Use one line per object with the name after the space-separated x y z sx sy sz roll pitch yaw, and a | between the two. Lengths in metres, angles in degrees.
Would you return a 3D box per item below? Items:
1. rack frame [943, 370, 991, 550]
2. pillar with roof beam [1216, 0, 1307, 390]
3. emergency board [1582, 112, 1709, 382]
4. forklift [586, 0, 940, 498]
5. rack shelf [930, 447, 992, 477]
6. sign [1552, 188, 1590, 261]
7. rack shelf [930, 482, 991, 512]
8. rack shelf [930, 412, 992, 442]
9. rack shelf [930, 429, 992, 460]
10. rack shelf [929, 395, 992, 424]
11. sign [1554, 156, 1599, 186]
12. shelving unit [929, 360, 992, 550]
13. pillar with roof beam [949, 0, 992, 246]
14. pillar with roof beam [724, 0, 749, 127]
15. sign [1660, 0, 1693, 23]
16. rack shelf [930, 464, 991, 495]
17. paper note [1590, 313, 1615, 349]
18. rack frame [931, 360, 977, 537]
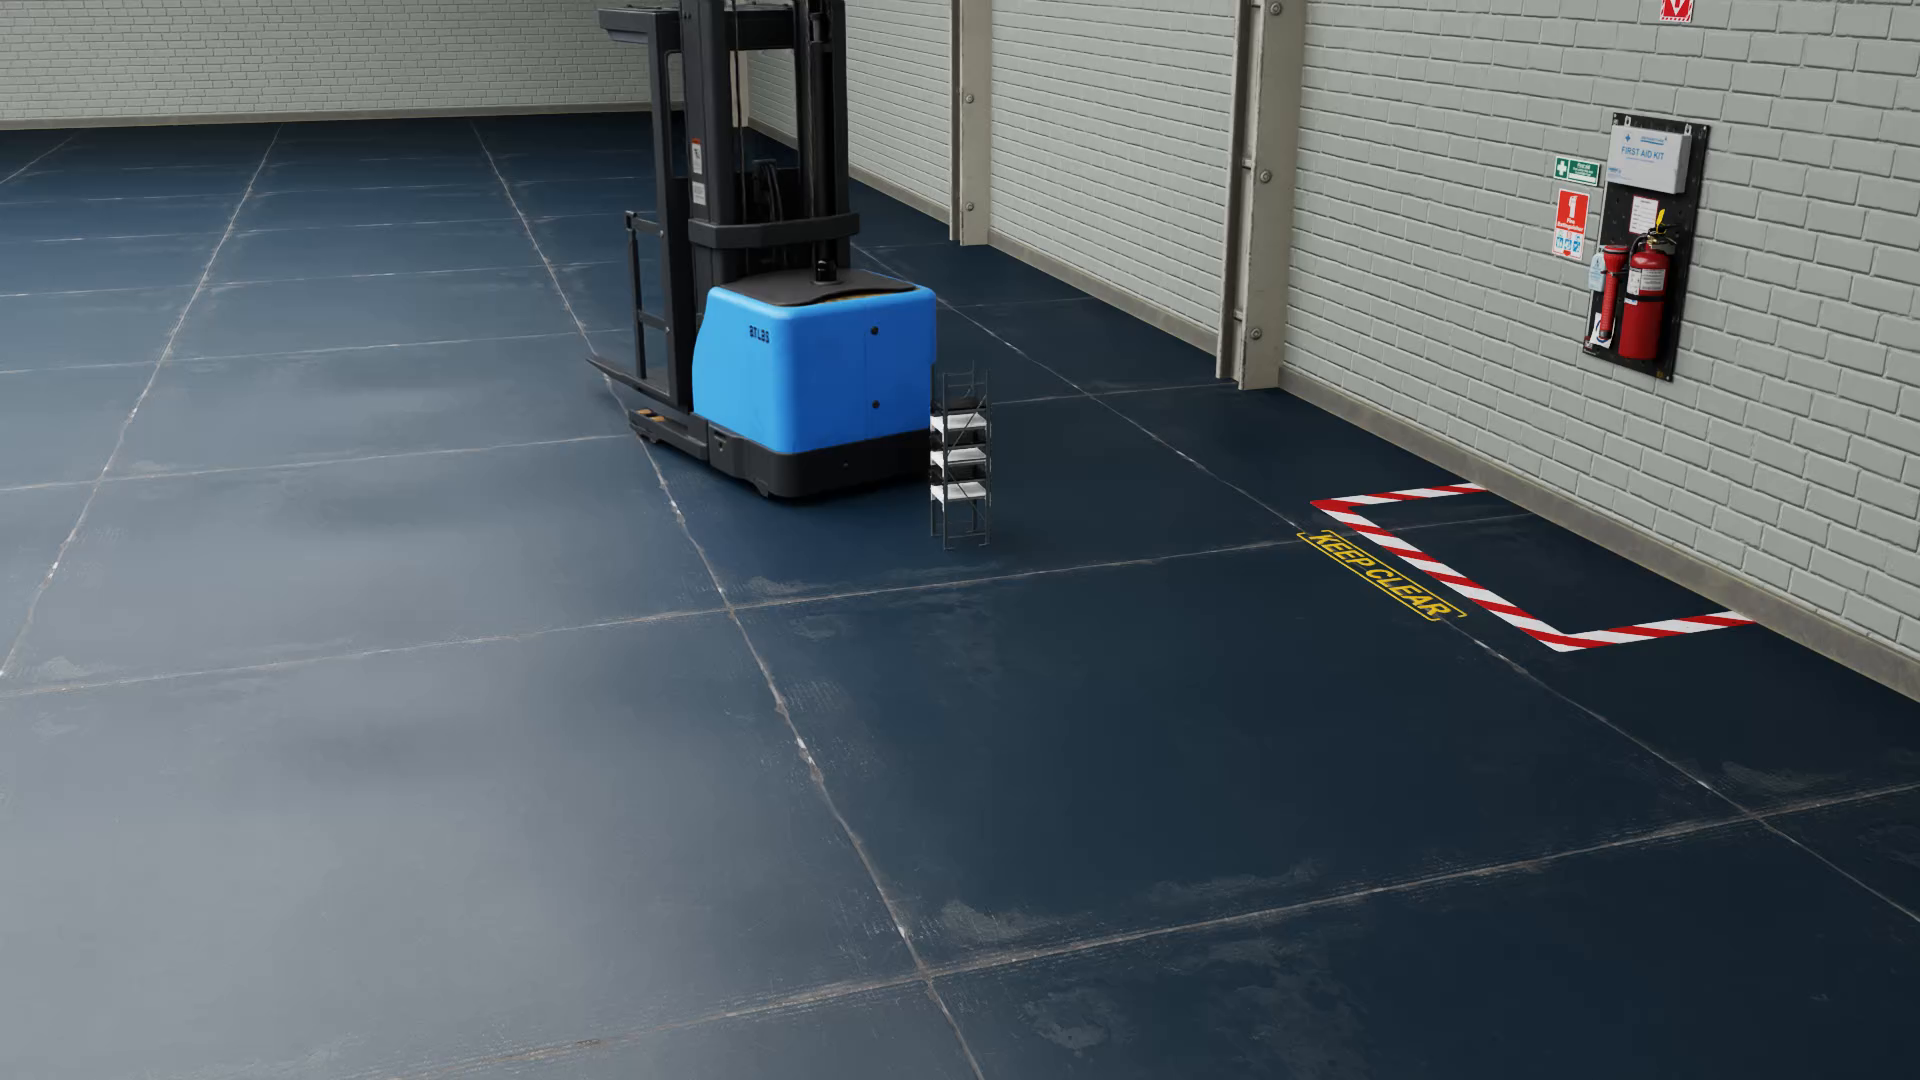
0.034 -0.388 8.166 0.240 0.900 0.006 -6 21 -17 | rack frame
-2.099 -4.870 8.664 9.100 9.000 0.400 -6 21 -17 | pillar with roof beam
3.133 -1.376 7.810 0.194 1.169 0.643 -6 21 -17 | emergency board
-1.371 -2.044 9.772 1.130 2.935 3.031 -13 24 -33 | forklift
0.003 -0.390 8.268 0.258 0.077 0.200 -6 21 -17 | rack shelf
3.058 -1.581 8.328 0.001 0.329 0.234 -6 21 -17 | sign
0.003 -0.220 8.329 0.258 0.077 0.200 -6 21 -17 | rack shelf
0.003 -0.559 8.208 0.258 0.077 0.200 -6 21 -17 | rack shelf
0.003 -0.474 8.238 0.258 0.077 0.200 -6 21 -17 | rack shelf
0.003 -0.644 8.177 0.258 0.077 0.200 -6 21 -17 | rack shelf
3.051 -1.828 8.232 0.001 0.109 0.331 -6 21 -17 | sign
0.003 -0.421 8.257 0.258 0.900 0.210 -6 21 -17 | shelving unit
-3.985 -6.796 14.024 9.100 9.000 0.400 -6 21 -17 | pillar with roof beam
-7.756 -10.647 24.746 9.100 9.000 0.400 -6 21 -17 | pillar with roof beam
3.225 -2.480 7.455 0.001 0.298 0.199 -6 21 -17 | sign
0.003 -0.305 8.299 0.258 0.077 0.200 -6 21 -17 | rack shelf
3.143 -1.026 8.137 0.016 0.148 0.142 -6 21 -17 | paper note
-0.029 -0.454 8.348 0.240 0.900 0.006 -6 21 -17 | rack frame
